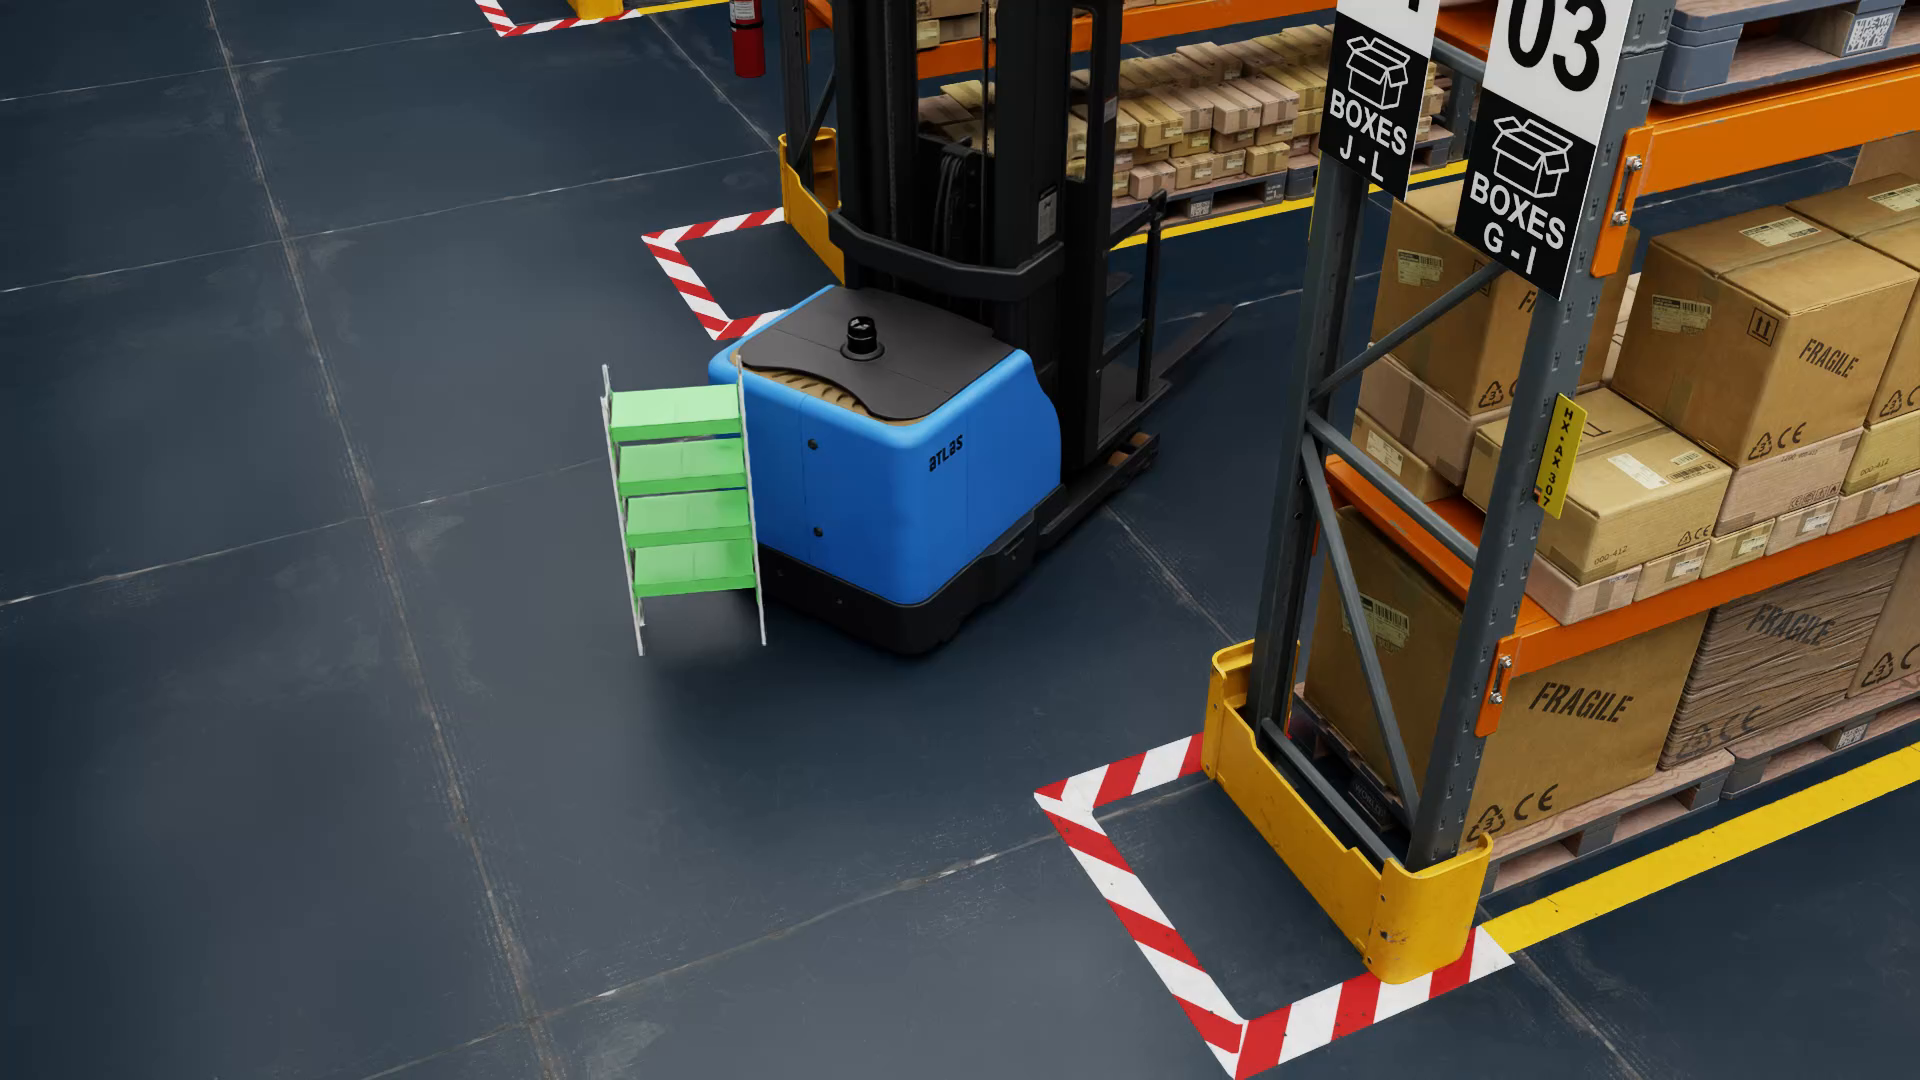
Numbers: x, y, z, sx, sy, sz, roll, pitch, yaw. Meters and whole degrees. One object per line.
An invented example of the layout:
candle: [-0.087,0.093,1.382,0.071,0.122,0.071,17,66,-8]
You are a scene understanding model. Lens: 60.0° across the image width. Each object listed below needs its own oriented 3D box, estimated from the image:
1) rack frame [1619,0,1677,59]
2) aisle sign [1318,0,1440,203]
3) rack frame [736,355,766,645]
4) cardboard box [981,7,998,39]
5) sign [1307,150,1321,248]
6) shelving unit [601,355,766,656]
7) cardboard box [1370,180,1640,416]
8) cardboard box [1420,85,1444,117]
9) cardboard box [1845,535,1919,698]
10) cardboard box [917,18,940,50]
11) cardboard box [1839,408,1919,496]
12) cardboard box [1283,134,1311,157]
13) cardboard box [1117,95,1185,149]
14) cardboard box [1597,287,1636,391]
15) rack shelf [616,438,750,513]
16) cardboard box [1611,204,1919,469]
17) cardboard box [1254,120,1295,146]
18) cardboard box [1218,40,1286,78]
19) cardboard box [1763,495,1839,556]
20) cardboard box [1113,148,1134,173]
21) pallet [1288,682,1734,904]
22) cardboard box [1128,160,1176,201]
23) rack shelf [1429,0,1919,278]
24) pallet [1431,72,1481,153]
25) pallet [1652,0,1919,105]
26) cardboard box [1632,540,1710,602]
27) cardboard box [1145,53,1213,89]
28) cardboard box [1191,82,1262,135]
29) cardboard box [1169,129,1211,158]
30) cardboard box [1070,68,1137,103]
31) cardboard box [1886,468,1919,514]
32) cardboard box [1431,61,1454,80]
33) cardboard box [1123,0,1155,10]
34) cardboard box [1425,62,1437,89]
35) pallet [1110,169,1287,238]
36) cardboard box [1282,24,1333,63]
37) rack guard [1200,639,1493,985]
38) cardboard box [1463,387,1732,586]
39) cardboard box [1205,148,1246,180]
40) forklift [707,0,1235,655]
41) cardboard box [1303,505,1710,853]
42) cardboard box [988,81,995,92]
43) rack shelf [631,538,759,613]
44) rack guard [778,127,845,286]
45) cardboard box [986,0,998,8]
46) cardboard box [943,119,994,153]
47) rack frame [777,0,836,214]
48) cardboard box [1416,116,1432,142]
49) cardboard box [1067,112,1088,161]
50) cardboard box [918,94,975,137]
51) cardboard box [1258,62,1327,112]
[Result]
rack frame: [1.290,-2.541,3.122,0.127,3.000,1.000,-16,39,-20]
aisle sign: [1.098,-1.319,4.328,0.004,0.787,0.394,-16,39,-20]
rack frame: [-0.804,-0.130,6.419,0.015,1.200,0.240,-5,37,-6]
cardboard box: [0.186,-2.762,8.667,0.250,0.149,0.380,-17,40,-21]
sign: [1.072,-0.988,4.893,0.005,0.325,0.100,-16,39,-20]
shelving unit: [-1.045,-0.110,6.391,0.503,1.200,0.258,-5,37,-6]
cardboard box: [1.620,-0.757,4.999,0.500,0.500,0.500,-15,39,-19]
cardboard box: [2.745,-2.736,10.212,0.250,0.149,0.380,-15,39,-19]
cardboard box: [3.465,-0.107,6.308,0.875,0.875,0.875,-16,39,-20]
cardboard box: [-0.293,-2.636,8.497,0.250,0.149,0.380,-16,39,-20]
cardboard box: [2.764,-0.427,5.184,0.500,0.250,0.500,-17,40,-21]
cardboard box: [1.913,-2.461,10.091,0.250,0.149,0.380,-17,40,-21]
cardboard box: [1.076,-2.387,9.492,0.250,0.149,0.380,-15,39,-19]
cardboard box: [2.076,-0.584,5.396,0.500,0.250,0.500,-16,40,-21]
rack shelf: [-1.045,-0.251,6.286,0.480,0.148,0.258,-5,37,-6]
cardboard box: [2.292,-0.594,4.780,0.500,0.500,0.500,-17,40,-21]
cardboard box: [1.779,-2.498,9.891,0.250,0.149,0.380,-15,39,-19]
cardboard box: [1.787,-2.925,10.216,0.250,0.149,0.380,-17,40,-21]
cardboard box: [2.451,-0.140,5.131,0.250,0.149,0.380,-16,40,-21]
cardboard box: [0.792,-2.242,9.546,0.250,0.149,0.380,-18,40,-22]
pallet: [1.981,0.744,6.070,1.213,0.211,1.003,-16,39,-20]
cardboard box: [1.040,-2.130,9.644,0.250,0.149,0.380,-18,40,-22]
rack shelf: [3.101,-1.553,4.912,4.000,0.370,1.077,-16,39,-20]
pallet: [3.600,-2.922,11.012,1.213,0.211,1.003,-16,39,-20]
pallet: [1.957,-1.494,4.303,1.213,0.211,1.003,-16,39,-20]
cardboard box: [1.984,-0.008,4.954,0.250,0.149,0.380,-16,40,-21]
cardboard box: [1.310,-2.791,10.036,0.250,0.149,0.380,-17,40,-22]
cardboard box: [1.534,-2.507,9.653,0.250,0.149,0.380,-17,40,-22]
cardboard box: [1.269,-2.396,9.754,0.250,0.149,0.380,-14,39,-18]
cardboard box: [0.845,-2.668,9.870,0.250,0.149,0.380,-17,40,-21]
cardboard box: [2.915,-0.269,5.306,0.250,0.149,0.380,-16,39,-20]
cardboard box: [3.458,-3.332,10.970,0.500,0.500,0.500,-16,40,-21]
cardboard box: [0.854,-3.004,8.993,0.250,0.149,0.380,-16,40,-21]
cardboard box: [2.684,-2.876,10.151,0.250,0.149,0.380,-15,39,-19]
pallet: [1.196,-2.224,10.071,1.213,0.211,1.003,-16,39,-20]
cardboard box: [2.221,-3.093,10.444,0.250,0.149,0.380,-14,39,-18]
rack guard: [1.269,0.879,5.646,0.348,0.500,1.175,-16,39,-20]
cardboard box: [1.840,-0.166,4.833,0.500,0.250,0.500,-17,40,-21]
cardboard box: [1.484,-2.293,9.864,0.250,0.149,0.380,-15,39,-19]
forklift: [0.265,-1.562,6.896,1.130,2.935,3.031,23,42,27]
cardboard box: [1.836,0.348,5.693,0.875,0.875,0.875,-16,39,-20]
cardboard box: [0.340,-2.563,9.729,0.250,0.149,0.380,-17,40,-22]
rack shelf: [-1.045,0.134,6.572,0.480,0.148,0.258,-5,37,-6]
rack guard: [-0.657,-1.847,9.320,0.348,0.500,1.175,-16,39,-20]
cardboard box: [0.272,-3.105,8.585,0.500,0.500,0.500,-16,39,-20]
cardboard box: [0.092,-2.178,9.210,0.250,0.149,0.380,-15,39,-19]
rack frame: [-0.726,-2.832,8.550,0.127,3.000,1.000,-16,39,-20]
cardboard box: [2.685,-2.585,10.257,0.250,0.149,0.380,-15,39,-19]
cardboard box: [0.563,-2.280,9.348,0.250,0.149,0.380,-18,40,-22]
cardboard box: [-0.102,-2.398,9.506,0.250,0.149,0.380,-15,39,-19]
cardboard box: [1.979,-2.700,9.913,0.250,0.149,0.380,-14,39,-18]
